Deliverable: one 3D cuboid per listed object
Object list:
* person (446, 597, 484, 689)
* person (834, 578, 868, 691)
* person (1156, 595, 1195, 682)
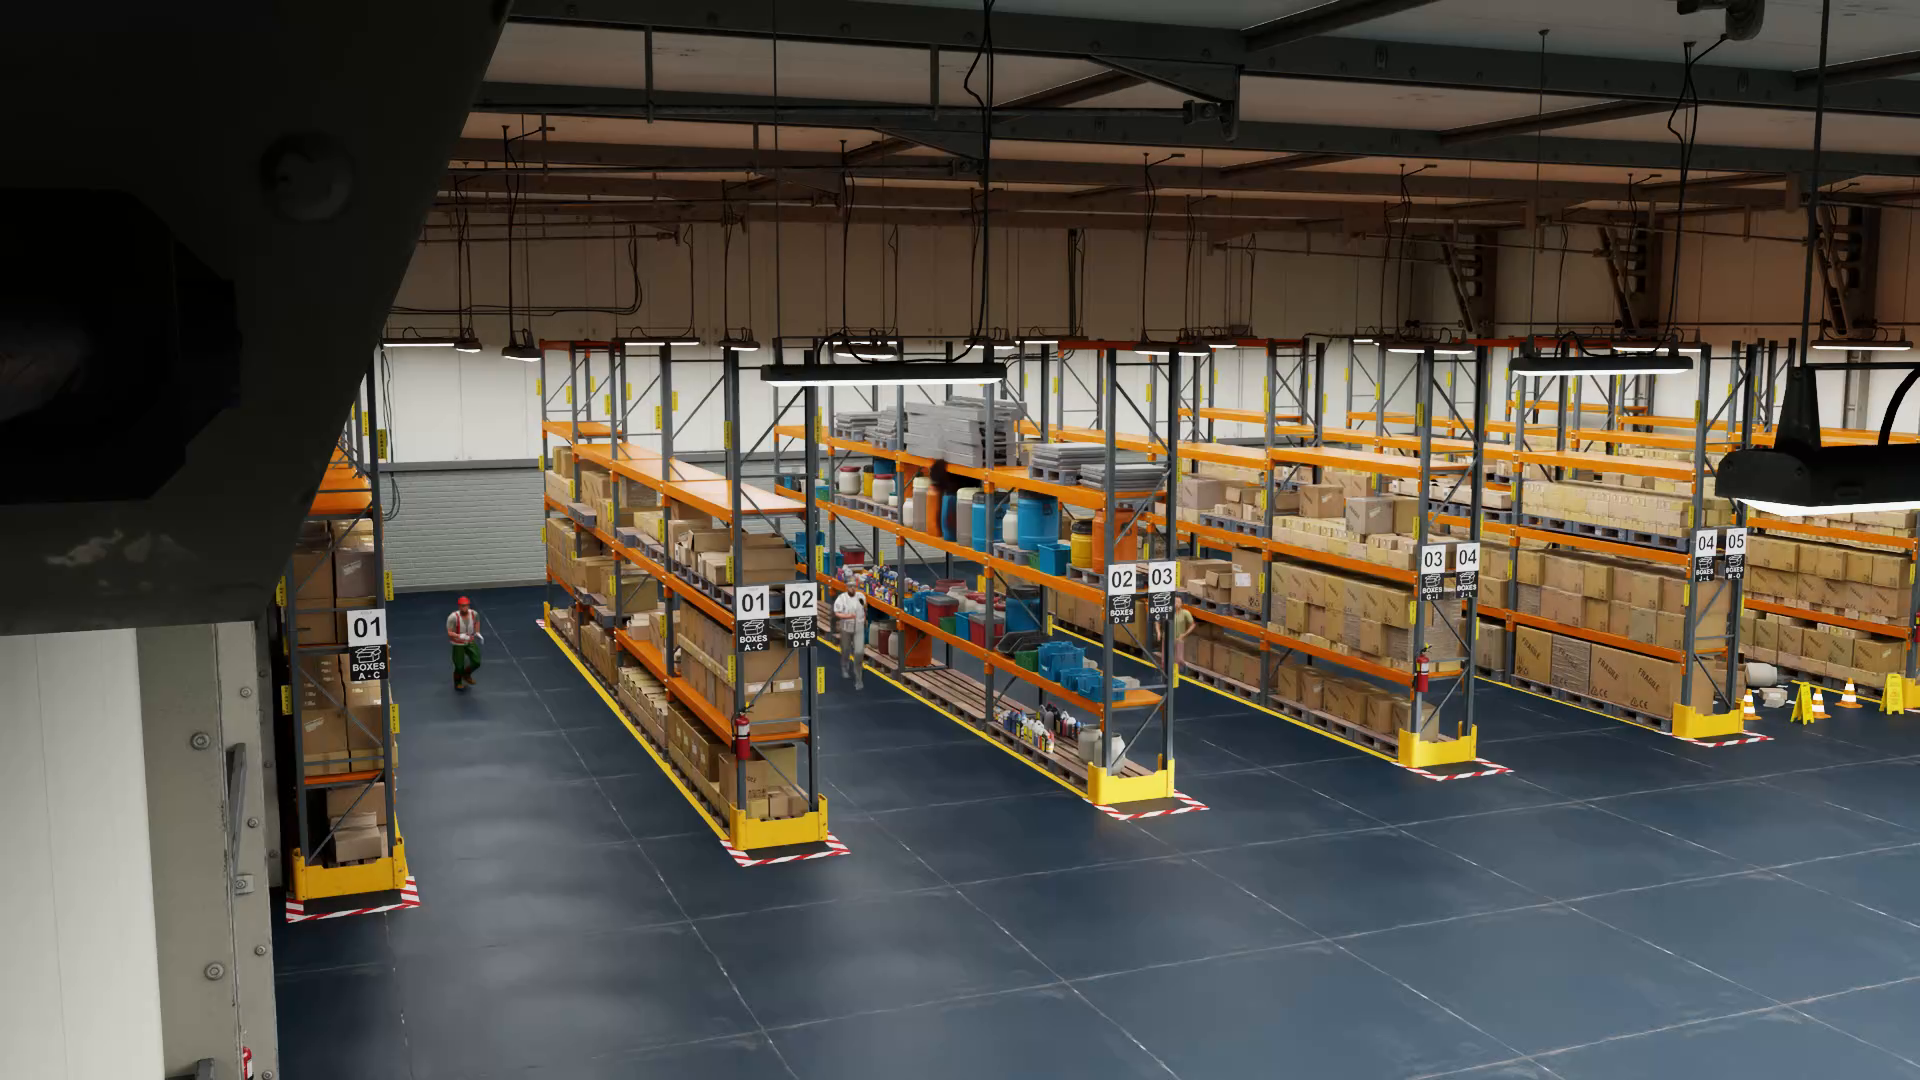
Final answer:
[{"bbox_3d":[-8.523,1.784,28.677,0.694,1.673,0.795,-6,10,-38],"label":"person"},{"bbox_3d":[-1.820,1.565,28.004,0.622,1.911,0.824,-2,8,-15],"label":"person"},{"bbox_3d":[3.587,1.686,27.662,0.650,1.590,0.495,0,7,4],"label":"person"}]
